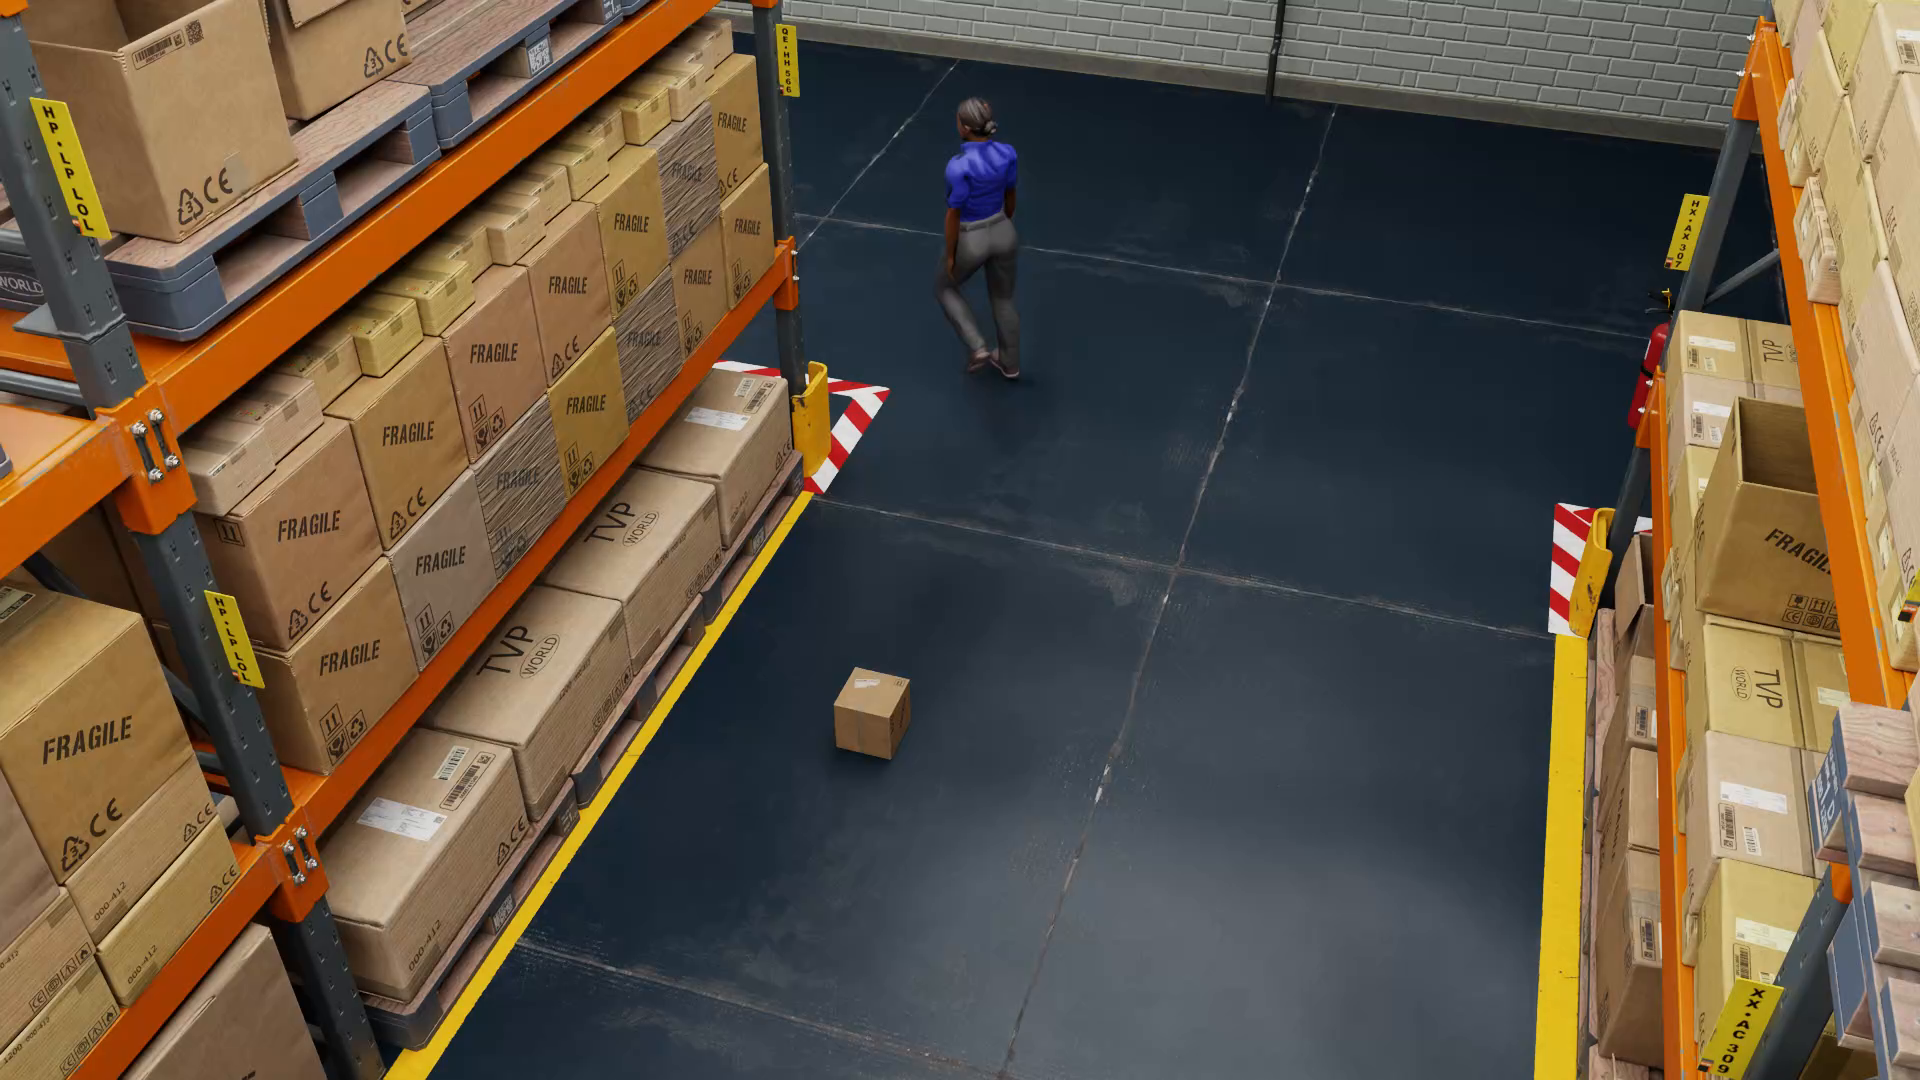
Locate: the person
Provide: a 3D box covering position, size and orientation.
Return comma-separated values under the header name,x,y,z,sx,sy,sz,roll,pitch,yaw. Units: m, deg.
name,x,y,z,sx,sy,sz,roll,pitch,yaw
person,0.095,-1.628,8.999,0.521,1.650,0.441,-20,42,-24
